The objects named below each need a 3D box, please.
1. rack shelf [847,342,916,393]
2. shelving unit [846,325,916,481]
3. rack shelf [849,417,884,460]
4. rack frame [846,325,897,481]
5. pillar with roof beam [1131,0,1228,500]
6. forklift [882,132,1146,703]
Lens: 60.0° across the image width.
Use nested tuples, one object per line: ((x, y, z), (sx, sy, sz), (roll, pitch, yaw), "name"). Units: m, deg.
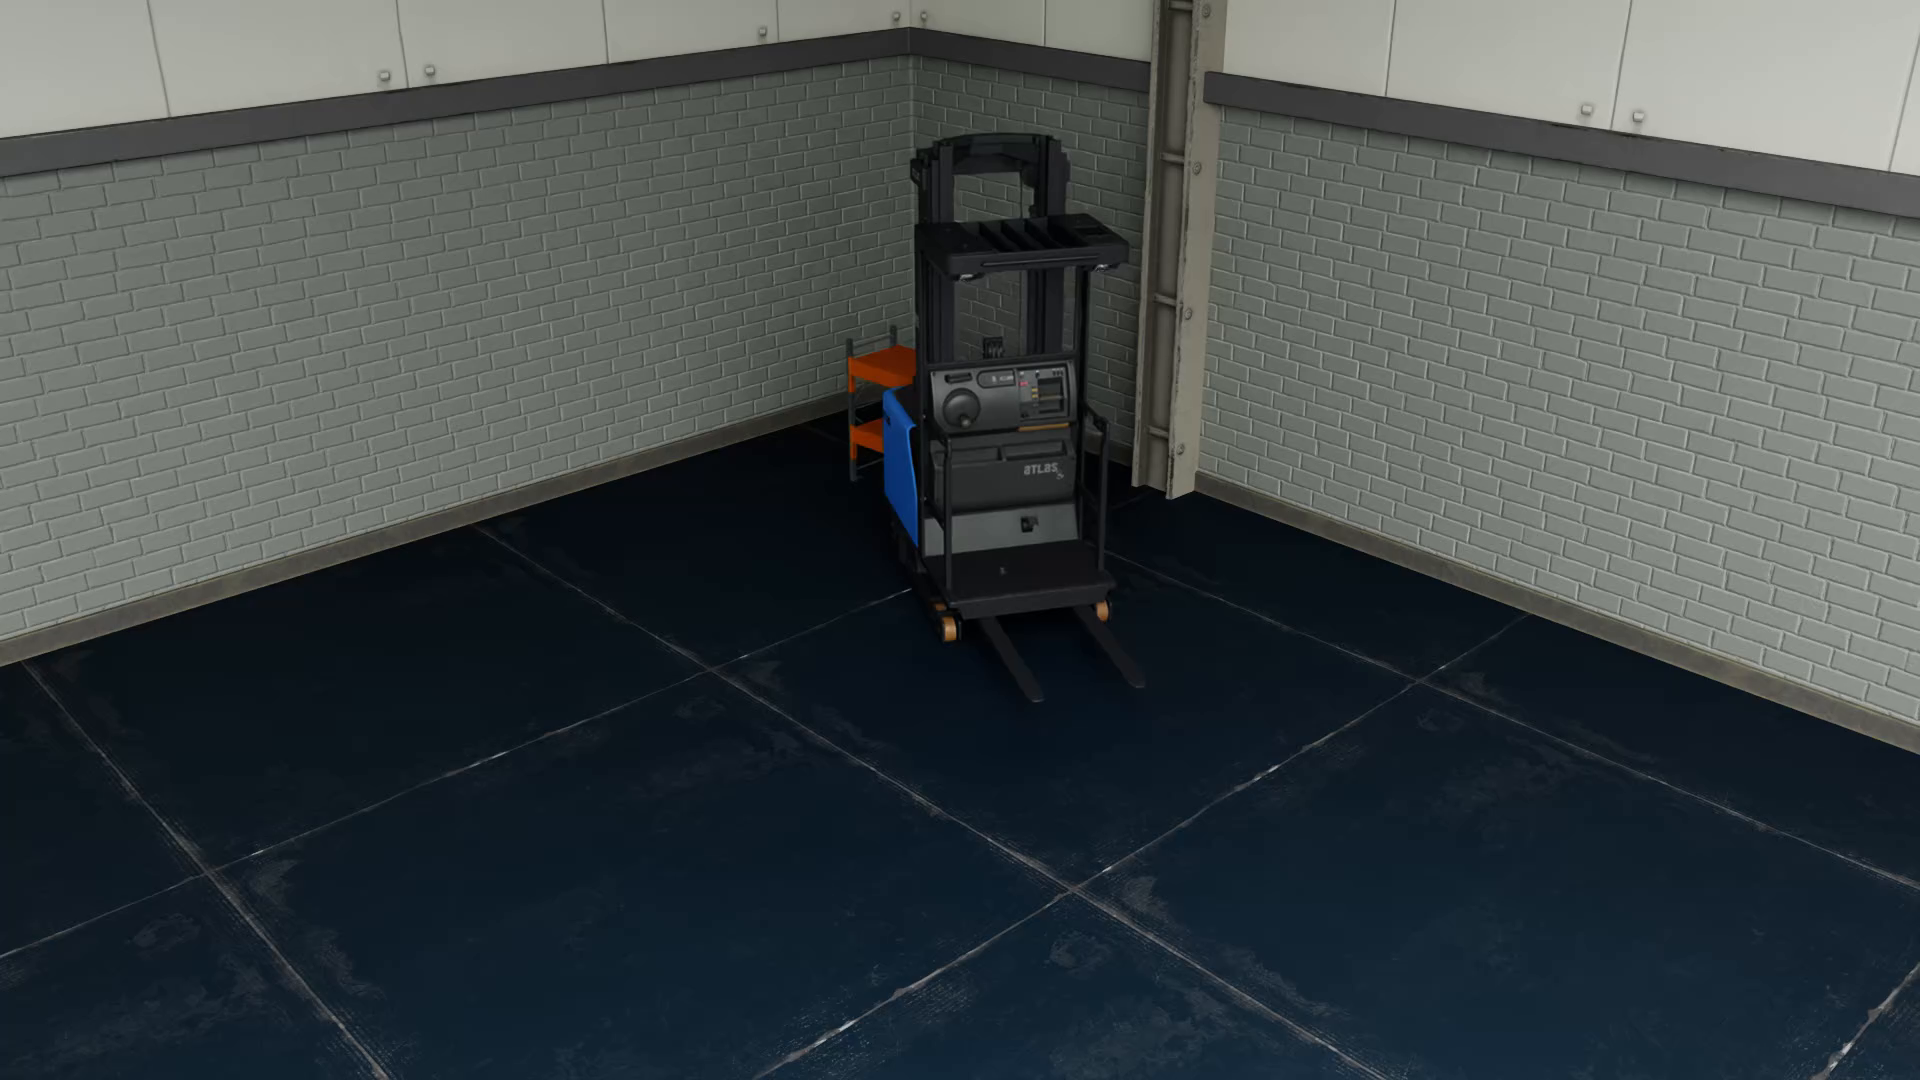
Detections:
((-0.292, -1.167, 12.247), (1.000, 0.278, 0.538), (21, 32, 39), "rack shelf")
((-0.292, -0.900, 12.368), (1.048, 1.125, 0.538), (21, 32, 39), "shelving unit")
((-0.292, -0.678, 12.470), (1.000, 0.278, 0.538), (21, 32, 39), "rack shelf")
((-0.662, -1.045, 12.686), (0.032, 1.125, 0.500), (21, 32, 39), "rack frame")
((-1.595, -3.275, 8.087), (9.100, 9.000, 0.400), (-21, 32, -38), "pillar with roof beam")
((0.331, -0.874, 10.134), (1.130, 2.935, 3.031), (-6, 25, -14), "forklift")
